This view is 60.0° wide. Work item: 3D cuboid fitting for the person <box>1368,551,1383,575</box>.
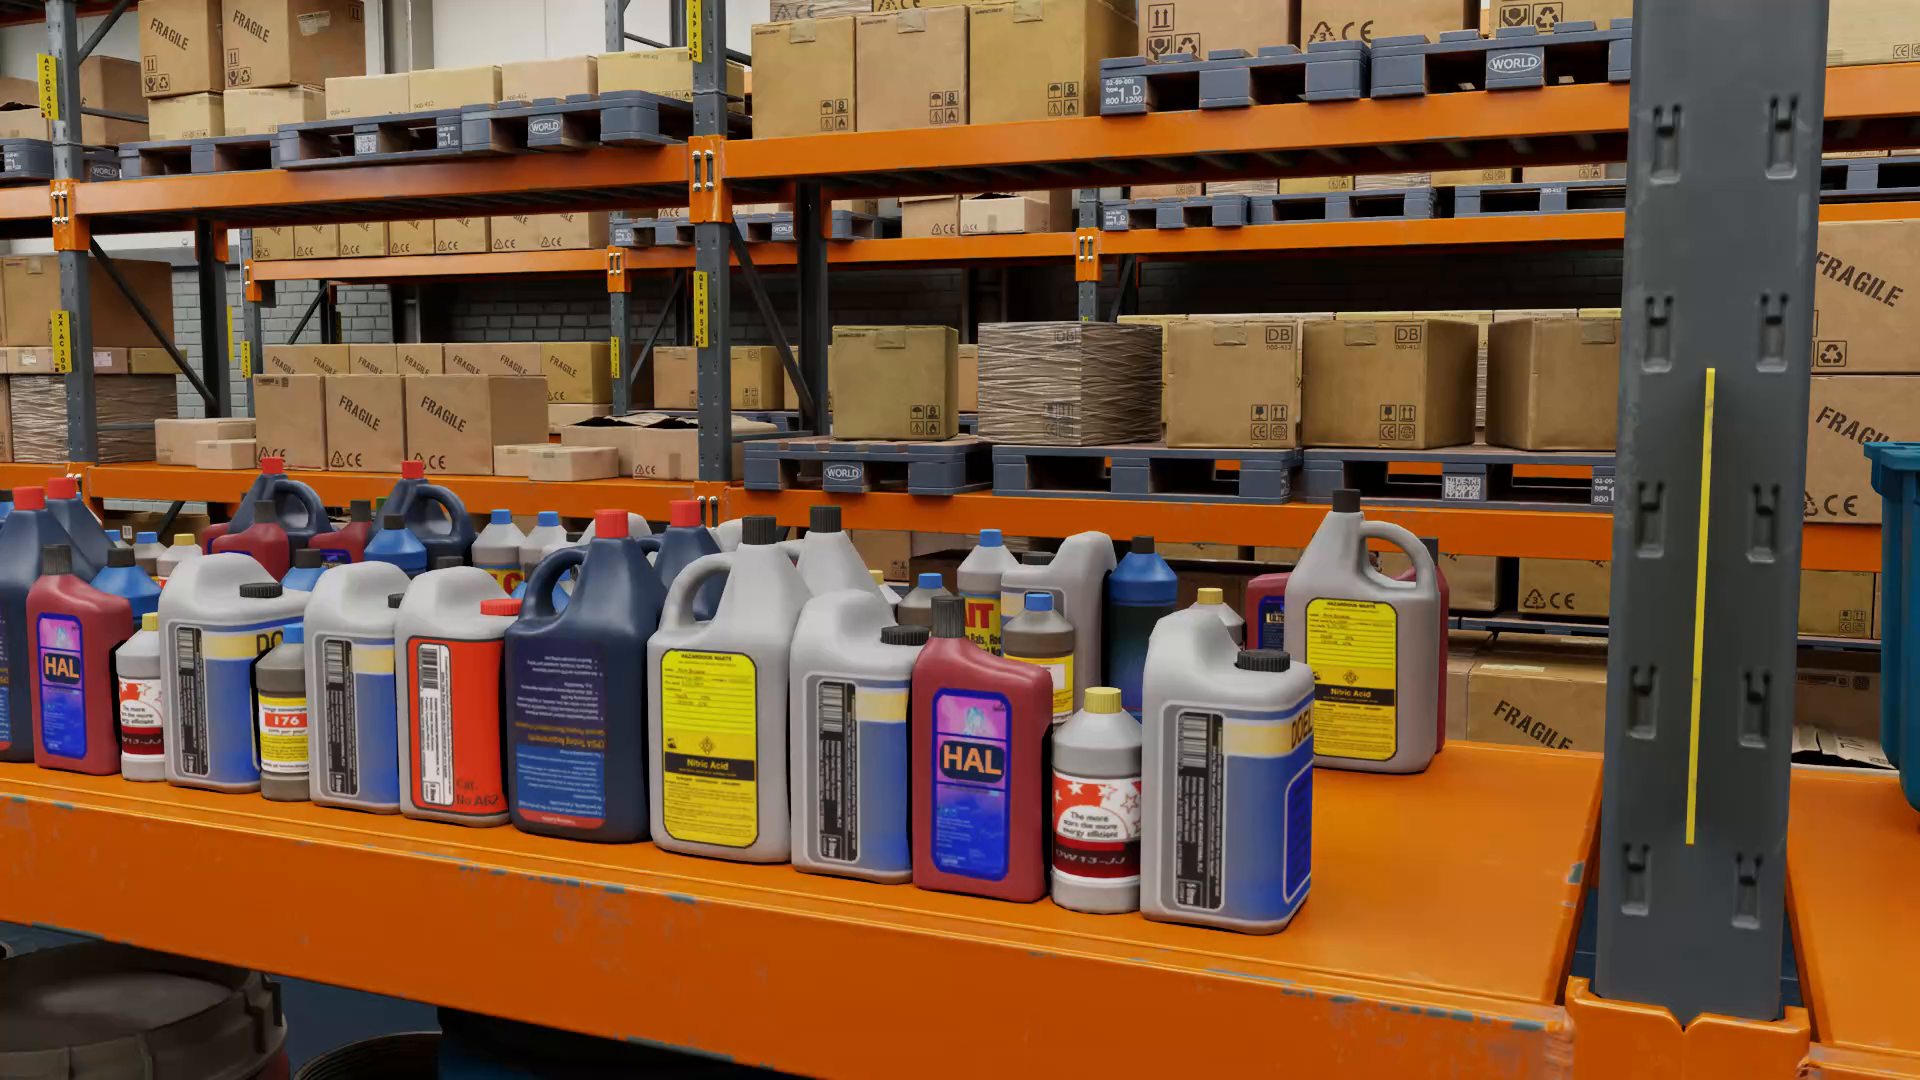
[{"bbox_3d":[2.119,0.018,9.324,0.835,1.651,0.439,1,6,12],"label":"person"}]
